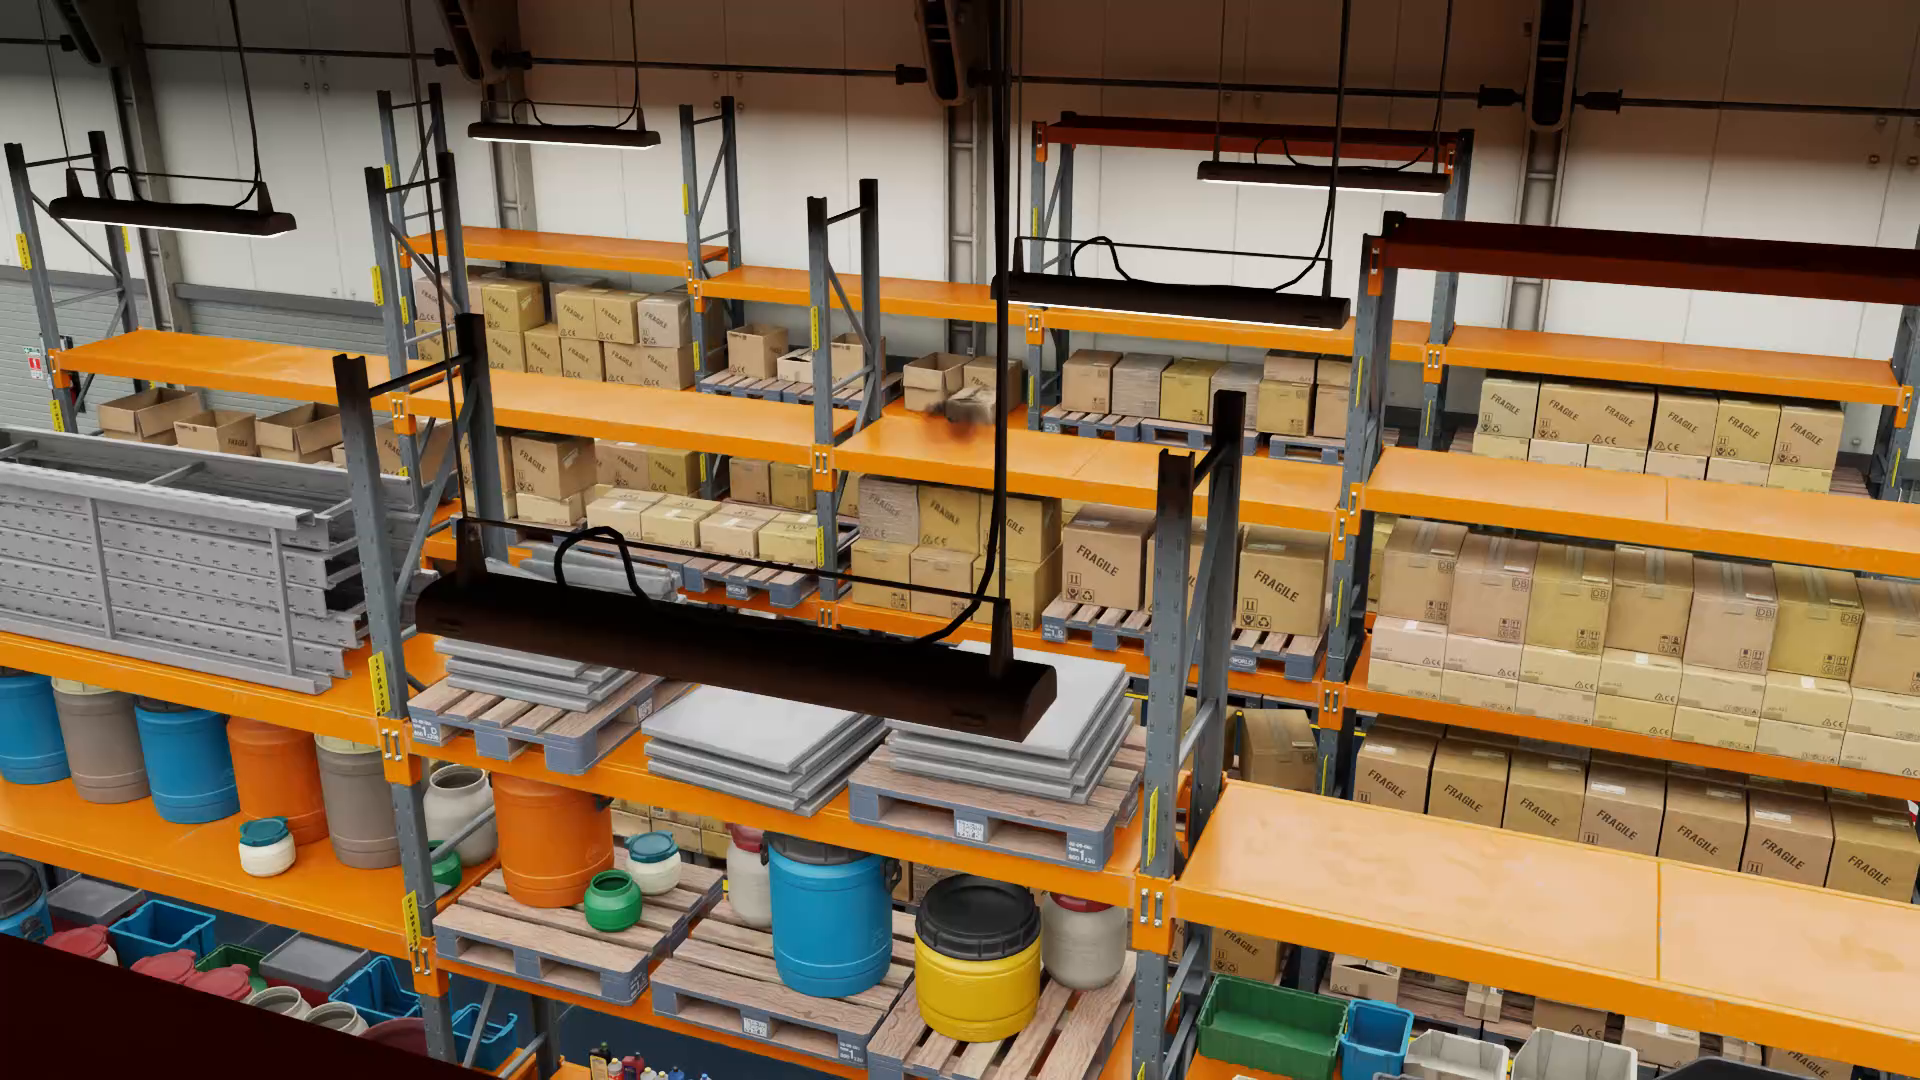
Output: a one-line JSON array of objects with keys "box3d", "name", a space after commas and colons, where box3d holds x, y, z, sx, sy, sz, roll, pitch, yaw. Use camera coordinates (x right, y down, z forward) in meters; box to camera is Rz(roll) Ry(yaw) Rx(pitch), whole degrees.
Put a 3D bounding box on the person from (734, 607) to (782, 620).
[{"box3d": [-2.152, 0.859, 17.657, 0.636, 1.792, 0.516, 12, 24, 29], "name": "person"}]
